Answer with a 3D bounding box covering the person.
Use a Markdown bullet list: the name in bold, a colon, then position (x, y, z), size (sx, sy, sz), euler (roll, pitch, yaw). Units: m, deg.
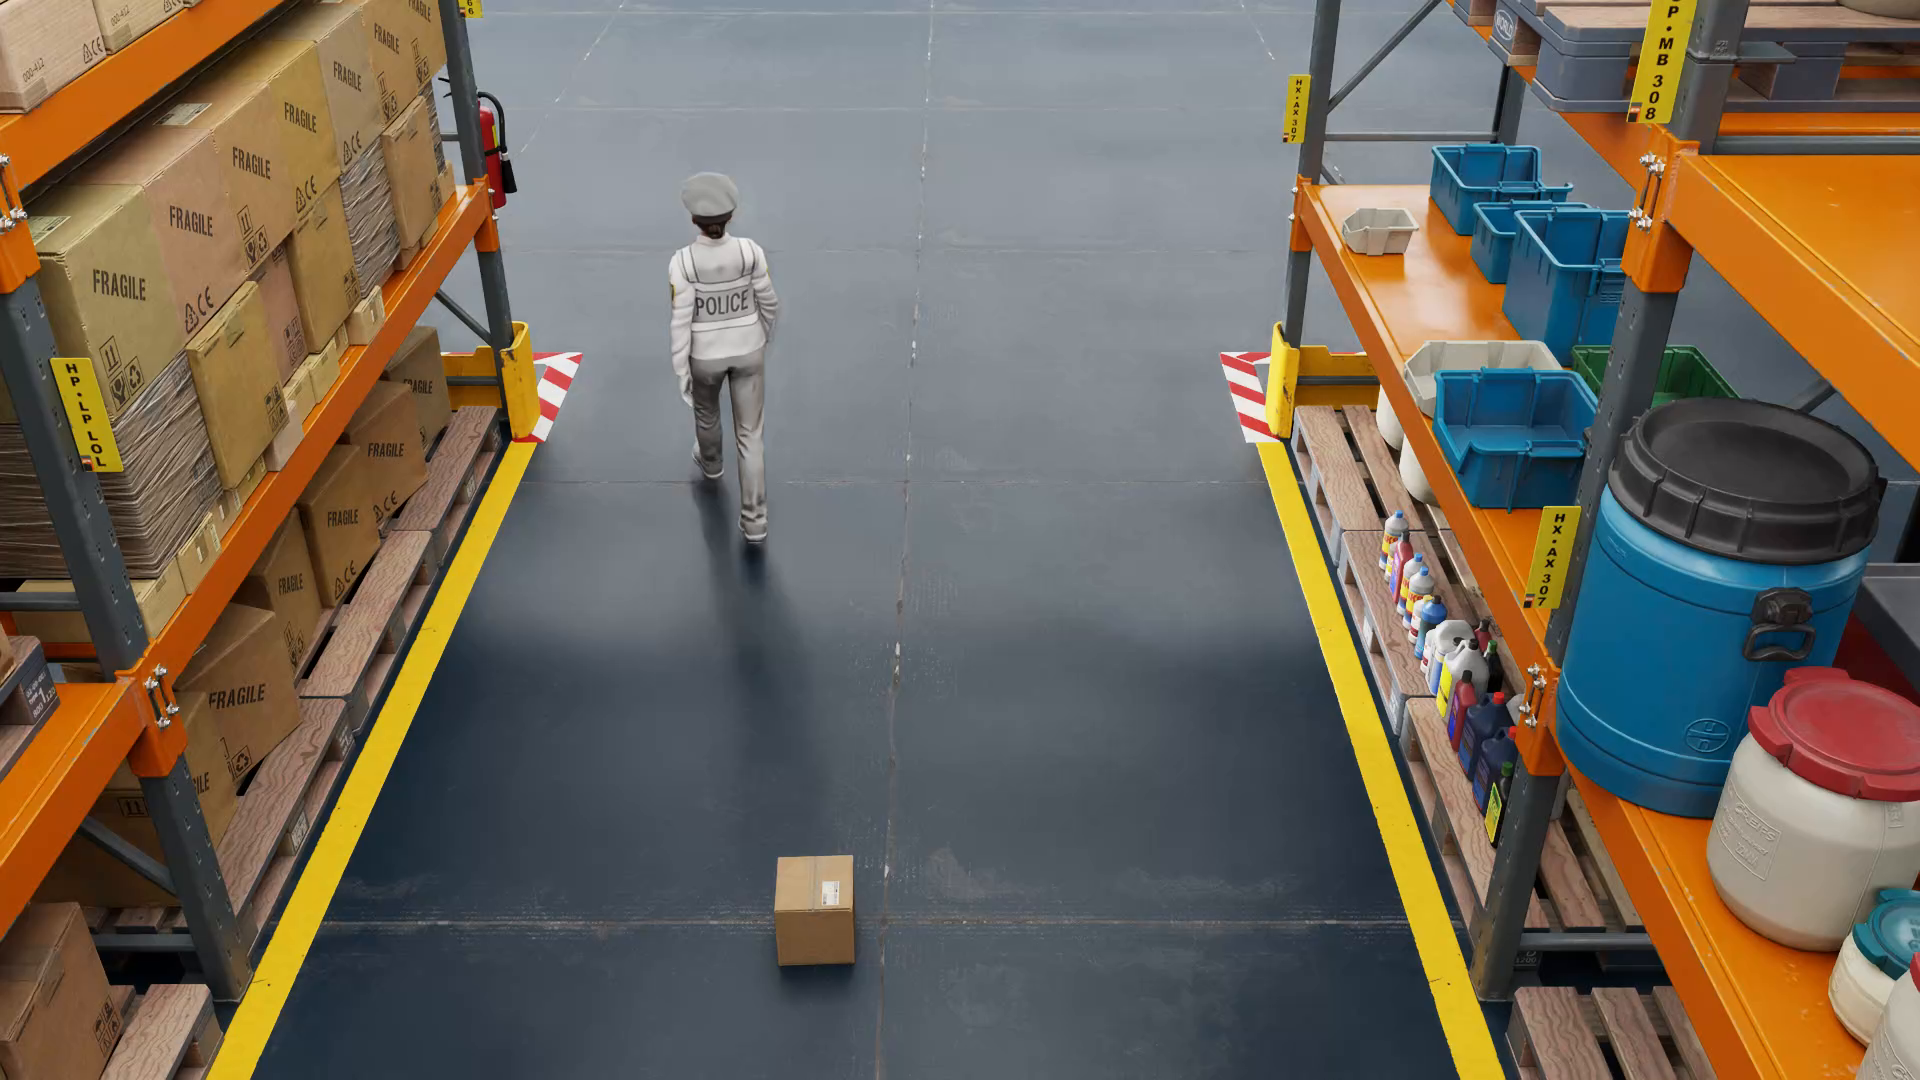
- **person**: position (-1.061, -0.882, 7.528), size (0.499, 1.633, 1.018), euler (-7, 32, -11)
